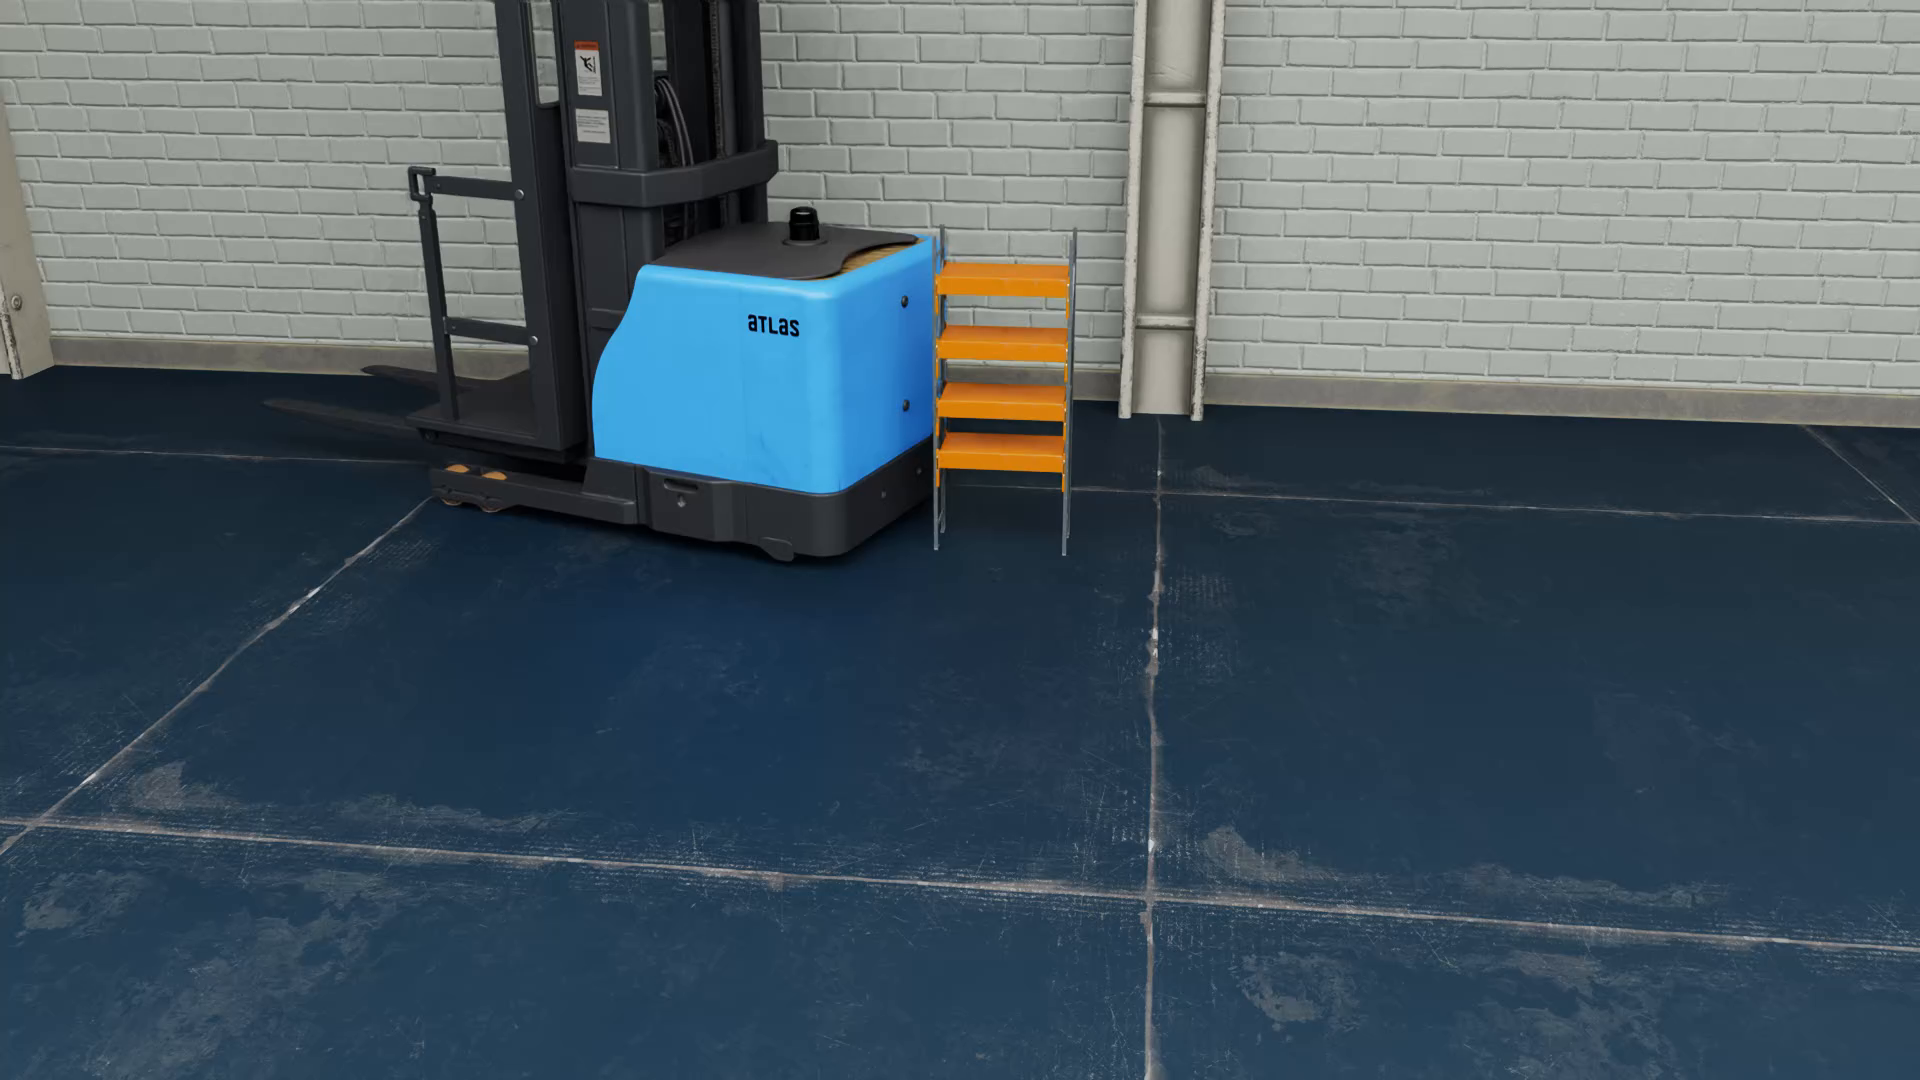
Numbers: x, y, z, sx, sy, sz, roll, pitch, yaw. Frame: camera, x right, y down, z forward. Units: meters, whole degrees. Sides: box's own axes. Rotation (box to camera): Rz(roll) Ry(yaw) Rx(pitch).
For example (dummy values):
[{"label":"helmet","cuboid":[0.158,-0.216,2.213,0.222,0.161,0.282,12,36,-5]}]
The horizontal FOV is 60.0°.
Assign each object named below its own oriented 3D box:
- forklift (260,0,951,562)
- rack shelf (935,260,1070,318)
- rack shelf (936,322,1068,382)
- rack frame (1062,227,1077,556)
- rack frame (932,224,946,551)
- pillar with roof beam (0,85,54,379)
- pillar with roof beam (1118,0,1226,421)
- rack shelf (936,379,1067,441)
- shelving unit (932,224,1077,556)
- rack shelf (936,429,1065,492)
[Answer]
[{"label":"forklift","cuboid":[-1.594,-1.634,6.587,3.031,2.935,1.130,10,24,24]},{"label":"rack shelf","cuboid":[0.164,-0.916,6.057,0.480,0.148,0.258,2,22,6]},{"label":"rack shelf","cuboid":[0.164,-0.696,6.144,0.480,0.148,0.258,2,22,6]},{"label":"rack frame","cuboid":[0.407,-0.540,6.174,0.015,1.200,0.240,2,22,6]},{"label":"rack frame","cuboid":[-0.078,-0.561,6.228,0.015,1.200,0.240,2,22,6]},{"label":"pillar with roof beam","cuboid":[-5.496,-3.502,3.058,0.400,9.000,9.100,2,22,6]},{"label":"pillar with roof beam","cuboid":[0.462,-3.242,2.401,0.400,9.000,9.100,2,22,6]},{"label":"rack shelf","cuboid":[0.164,-0.488,6.226,0.480,0.148,0.258,2,22,6]},{"label":"shelving unit","cuboid":[0.164,-0.551,6.201,0.503,1.200,0.258,2,22,6]},{"label":"rack shelf","cuboid":[0.164,-0.304,6.299,0.480,0.148,0.258,2,22,6]}]
